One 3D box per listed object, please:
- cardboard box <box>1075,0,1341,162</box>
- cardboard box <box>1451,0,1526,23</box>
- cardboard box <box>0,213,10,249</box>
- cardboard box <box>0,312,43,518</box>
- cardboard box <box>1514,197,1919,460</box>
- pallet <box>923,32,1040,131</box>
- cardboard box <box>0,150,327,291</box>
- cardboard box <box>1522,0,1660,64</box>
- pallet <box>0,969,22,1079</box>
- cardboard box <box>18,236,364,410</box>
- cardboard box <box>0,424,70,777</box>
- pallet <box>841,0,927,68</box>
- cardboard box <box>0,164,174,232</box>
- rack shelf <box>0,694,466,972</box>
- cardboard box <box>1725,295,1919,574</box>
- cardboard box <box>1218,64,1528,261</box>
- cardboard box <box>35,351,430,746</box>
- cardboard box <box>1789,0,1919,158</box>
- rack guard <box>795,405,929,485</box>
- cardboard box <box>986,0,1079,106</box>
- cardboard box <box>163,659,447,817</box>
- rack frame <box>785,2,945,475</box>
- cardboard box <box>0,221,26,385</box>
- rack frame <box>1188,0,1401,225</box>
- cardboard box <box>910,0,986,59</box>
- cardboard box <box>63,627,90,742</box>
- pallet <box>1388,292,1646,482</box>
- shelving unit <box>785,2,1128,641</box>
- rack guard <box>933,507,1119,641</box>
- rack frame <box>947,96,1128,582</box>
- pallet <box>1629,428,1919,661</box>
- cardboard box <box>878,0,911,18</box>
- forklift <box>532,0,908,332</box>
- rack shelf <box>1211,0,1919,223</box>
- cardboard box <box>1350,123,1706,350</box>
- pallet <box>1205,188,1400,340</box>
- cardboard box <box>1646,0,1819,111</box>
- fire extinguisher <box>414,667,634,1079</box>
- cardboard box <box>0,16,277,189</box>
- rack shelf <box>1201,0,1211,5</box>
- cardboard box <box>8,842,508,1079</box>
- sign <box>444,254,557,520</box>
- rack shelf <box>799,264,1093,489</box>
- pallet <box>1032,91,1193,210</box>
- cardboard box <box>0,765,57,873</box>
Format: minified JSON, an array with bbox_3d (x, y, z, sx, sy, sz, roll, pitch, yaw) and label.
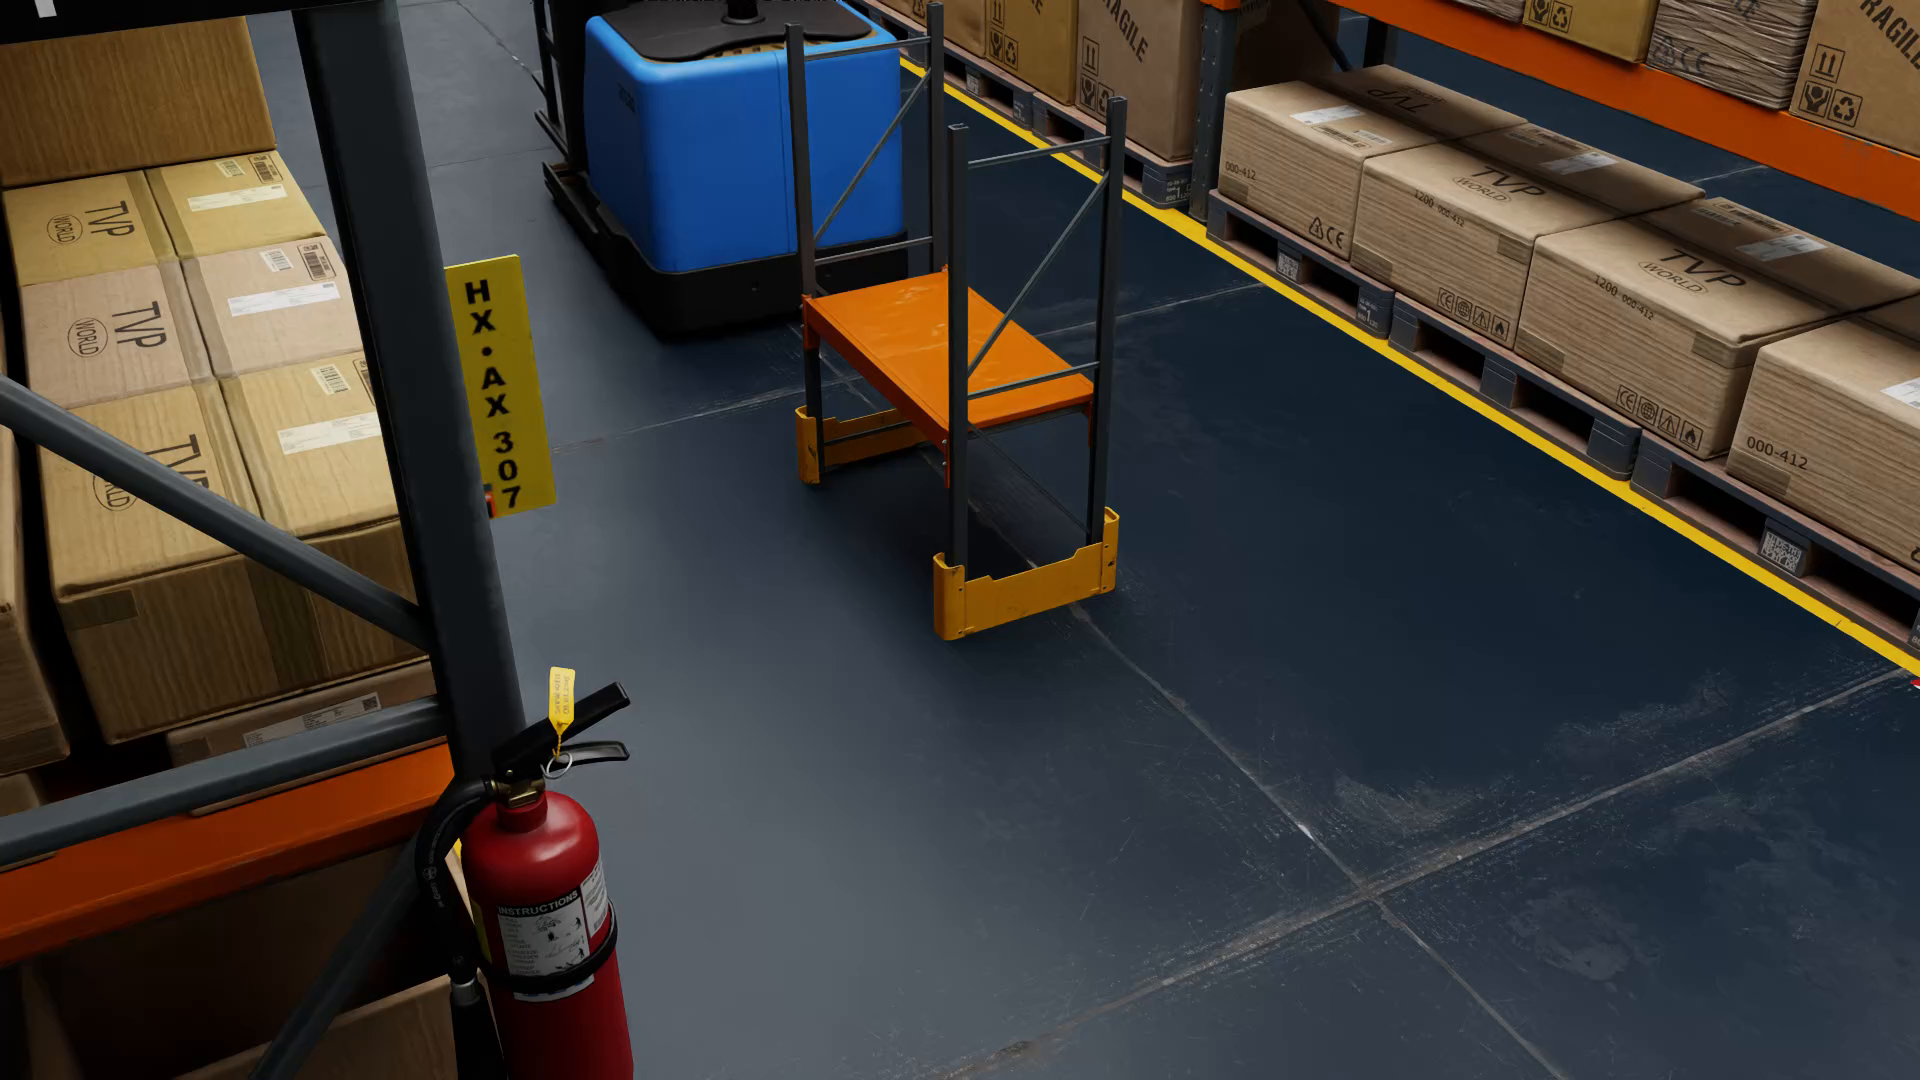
[{"bbox_3d":[1.145,-2.387,7.775,0.875,0.875,0.875,-15,35,-22],"label":"cardboard box"},{"bbox_3d":[1.950,-2.101,5.656,0.500,0.500,0.500,-16,36,-23],"label":"cardboard box"},{"bbox_3d":[-2.178,-0.618,3.298,0.500,0.250,0.500,-16,36,-23],"label":"cardboard box"},{"bbox_3d":[-1.708,-0.131,2.537,0.500,0.250,0.500,-16,36,-23],"label":"cardboard box"},{"bbox_3d":[2.540,-0.743,5.614,0.875,0.438,0.875,-15,36,-22],"label":"cardboard box"},{"bbox_3d":[0.506,-2.587,9.092,1.003,0.211,1.213,-16,36,-23],"label":"pallet"},{"bbox_3d":[-1.467,-0.498,3.110,0.500,0.250,0.500,-17,36,-24],"label":"cardboard box"},{"bbox_3d":[2.190,-1.855,5.273,0.500,0.500,0.500,-15,35,-22],"label":"cardboard box"},{"bbox_3d":[-1.427,1.088,3.356,1.003,0.211,1.213,-16,36,-23],"label":"pallet"},{"bbox_3d":[-1.228,-0.257,2.733,0.500,0.250,0.500,-15,36,-23],"label":"cardboard box"},{"bbox_3d":[-1.468,0.115,2.153,0.500,0.250,0.500,-15,36,-22],"label":"cardboard box"},{"bbox_3d":[-0.059,-3.169,10.000,1.003,0.211,1.213,-16,36,-23],"label":"pallet"},{"bbox_3d":[-1.724,-0.737,3.482,0.500,0.250,0.500,-17,36,-24],"label":"cardboard box"},{"bbox_3d":[-1.952,-0.321,3.638,1.077,0.370,4.000,-16,36,-23],"label":"rack shelf"},{"bbox_3d":[2.974,-0.308,4.936,0.875,0.438,0.875,-17,36,-25],"label":"cardboard box"},{"bbox_3d":[1.703,-1.600,6.953,0.875,0.438,0.875,-16,36,-24],"label":"cardboard box"},{"bbox_3d":[-0.992,-0.016,2.358,0.500,0.250,0.500,-16,36,-23],"label":"cardboard box"},{"bbox_3d":[2.690,-1.369,4.514,0.500,0.500,0.500,-17,36,-24],"label":"cardboard box"},{"bbox_3d":[-0.268,-0.379,5.610,0.587,0.250,0.087,-16,36,-23],"label":"rack guard"},{"bbox_3d":[0.717,-2.816,8.445,0.875,0.875,0.875,-15,36,-22],"label":"cardboard box"},{"bbox_3d":[-0.930,0.210,2.374,0.380,0.149,0.250,-16,36,-23],"label":"cardboard box"},{"bbox_3d":[-0.277,-0.915,5.288,0.500,1.500,0.032,-16,36,-23],"label":"rack frame"},{"bbox_3d":[-1.935,-0.369,2.908,0.500,0.250,0.500,-15,35,-22],"label":"cardboard box"},{"bbox_3d":[1.505,-2.829,6.885,1.000,3.000,0.127,-16,36,-23],"label":"rack frame"},{"bbox_3d":[0.301,-3.243,9.111,0.875,0.875,0.875,-15,36,-23],"label":"cardboard box"},{"bbox_3d":[-1.475,0.209,2.377,0.380,0.149,0.250,-15,35,-22],"label":"cardboard box"},{"bbox_3d":[2.363,-0.689,6.130,1.003,0.211,1.213,-16,36,-23],"label":"pallet"},{"bbox_3d":[-0.036,-0.668,4.902,0.587,1.500,1.083,-16,36,-23],"label":"shelving unit"},{"bbox_3d":[0.197,0.096,4.868,0.587,0.250,0.087,-16,36,-23],"label":"rack guard"},{"bbox_3d":[0.197,-0.430,4.530,0.500,1.500,0.032,-16,36,-23],"label":"rack frame"},{"bbox_3d":[2.928,-0.108,5.223,1.003,0.211,1.213,-16,36,-23],"label":"pallet"},{"bbox_3d":[-0.111,-3.670,9.777,0.875,0.875,0.875,-16,36,-24],"label":"cardboard box"},{"bbox_3d":[-1.281,-2.812,6.922,1.130,2.935,3.031,-14,35,-20],"label":"forklift"},{"bbox_3d":[2.438,-1.572,5.589,1.077,0.370,4.000,-16,36,-23],"label":"rack shelf"},{"bbox_3d":[2.121,-1.173,6.287,0.875,0.438,0.875,-17,36,-24],"label":"cardboard box"},{"bbox_3d":[1.791,-1.272,7.040,1.003,0.211,1.213,-16,36,-23],"label":"pallet"},{"bbox_3d":[2.442,-1.612,4.893,0.500,0.500,0.500,-15,36,-22],"label":"cardboard box"},{"bbox_3d":[-0.542,0.474,2.147,0.296,0.674,0.183,-16,36,-23],"label":"fire extinguisher"},{"bbox_3d":[-1.692,-1.048,3.273,0.500,0.500,0.500,-15,36,-22],"label":"cardboard box"},{"bbox_3d":[0.573,-3.481,8.569,1.077,0.370,4.000,-16,36,-23],"label":"rack shelf"},{"bbox_3d":[-1.221,0.889,3.007,0.797,0.503,0.637,-17,37,-25],"label":"cardboard box"},{"bbox_3d":[-0.539,-0.171,1.934,0.100,0.325,0.005,-16,36,-23],"label":"sign"},{"bbox_3d":[-0.040,-0.521,5.006,0.538,0.185,1.000,-16,36,-23],"label":"rack shelf"},{"bbox_3d":[1.079,-2.004,8.183,1.003,0.211,1.213,-16,36,-23],"label":"pallet"},{"bbox_3d":[-1.411,0.345,2.163,0.380,0.149,0.250,-16,36,-24],"label":"cardboard box"}]
